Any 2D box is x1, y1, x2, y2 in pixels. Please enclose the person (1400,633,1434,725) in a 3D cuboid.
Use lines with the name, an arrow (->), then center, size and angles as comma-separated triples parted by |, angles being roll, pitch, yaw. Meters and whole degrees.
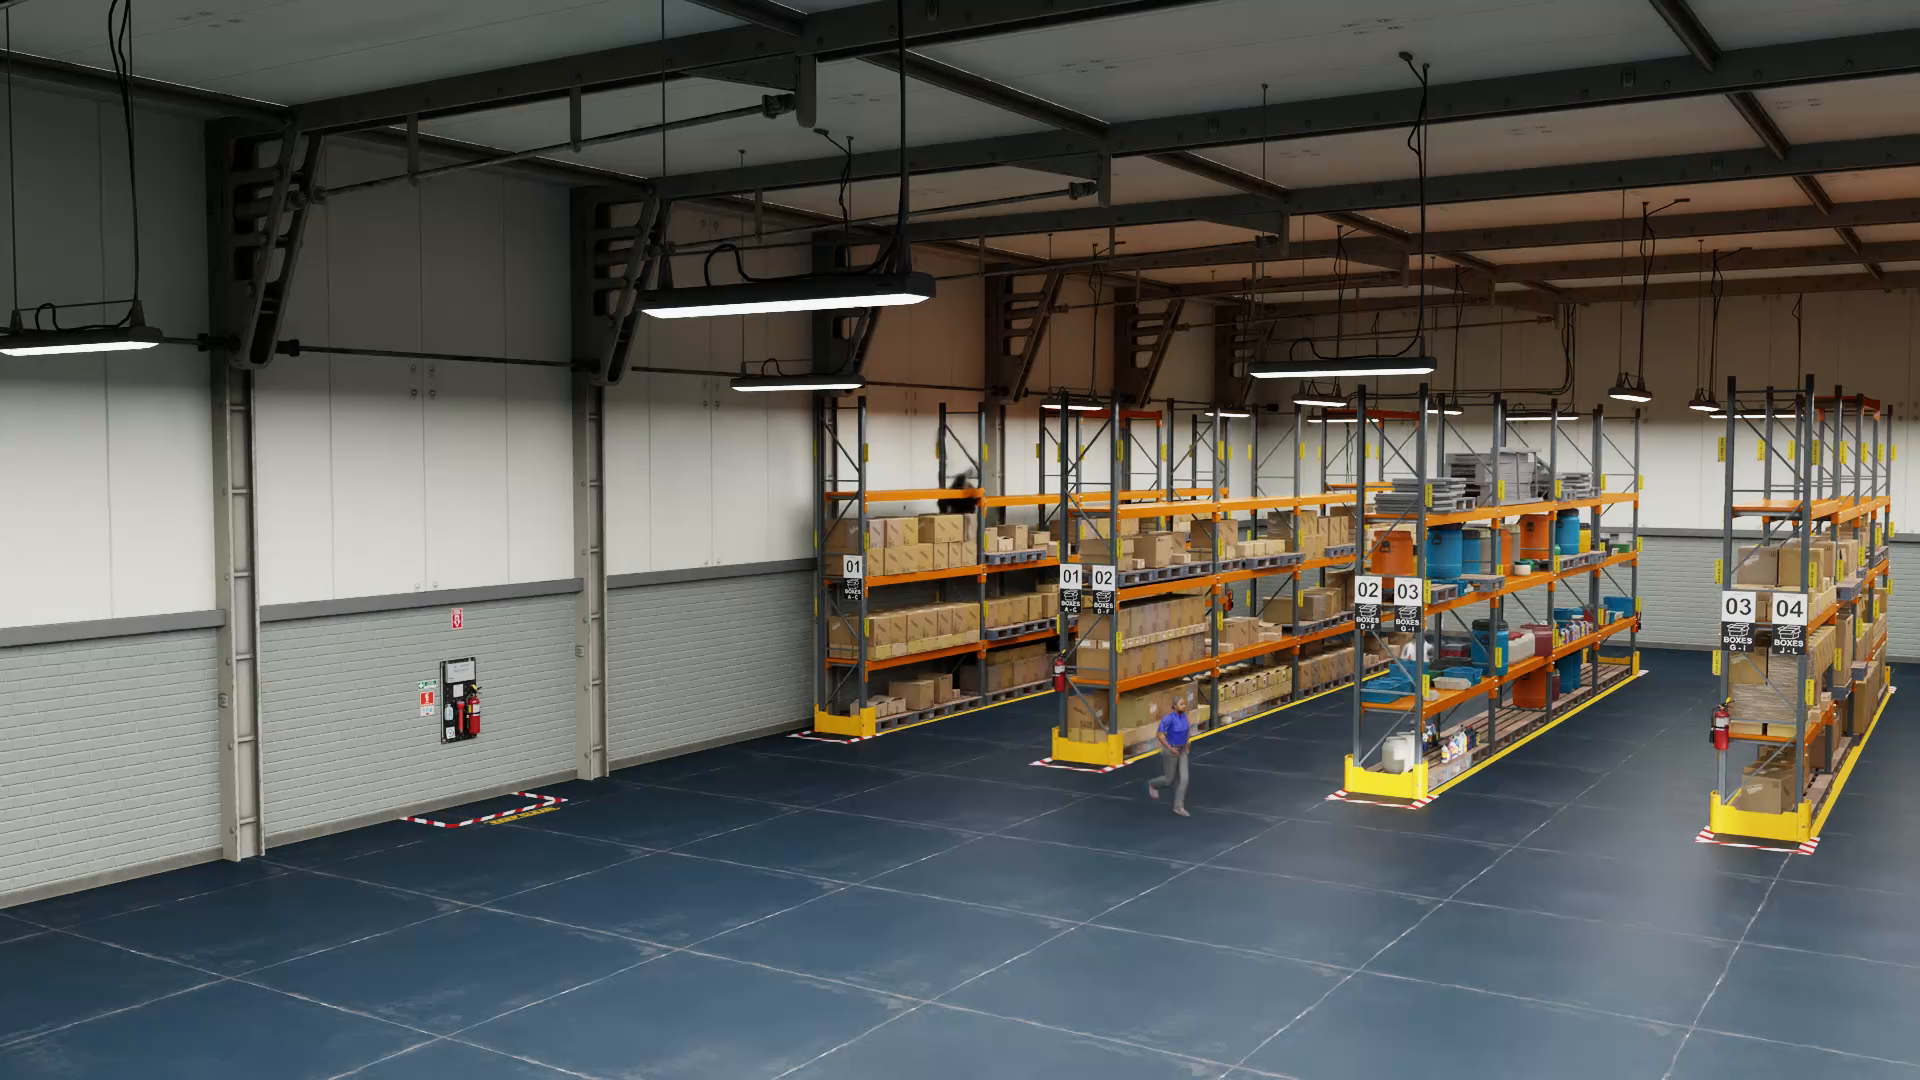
person -> 8.468, 2.477, 30.769 | 0.655, 1.761, 0.969 | 2, 4, 33

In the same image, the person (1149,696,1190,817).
person -> 2.971, 2.991, 23.213 | 0.600, 1.628, 0.794 | -2, 4, -38
